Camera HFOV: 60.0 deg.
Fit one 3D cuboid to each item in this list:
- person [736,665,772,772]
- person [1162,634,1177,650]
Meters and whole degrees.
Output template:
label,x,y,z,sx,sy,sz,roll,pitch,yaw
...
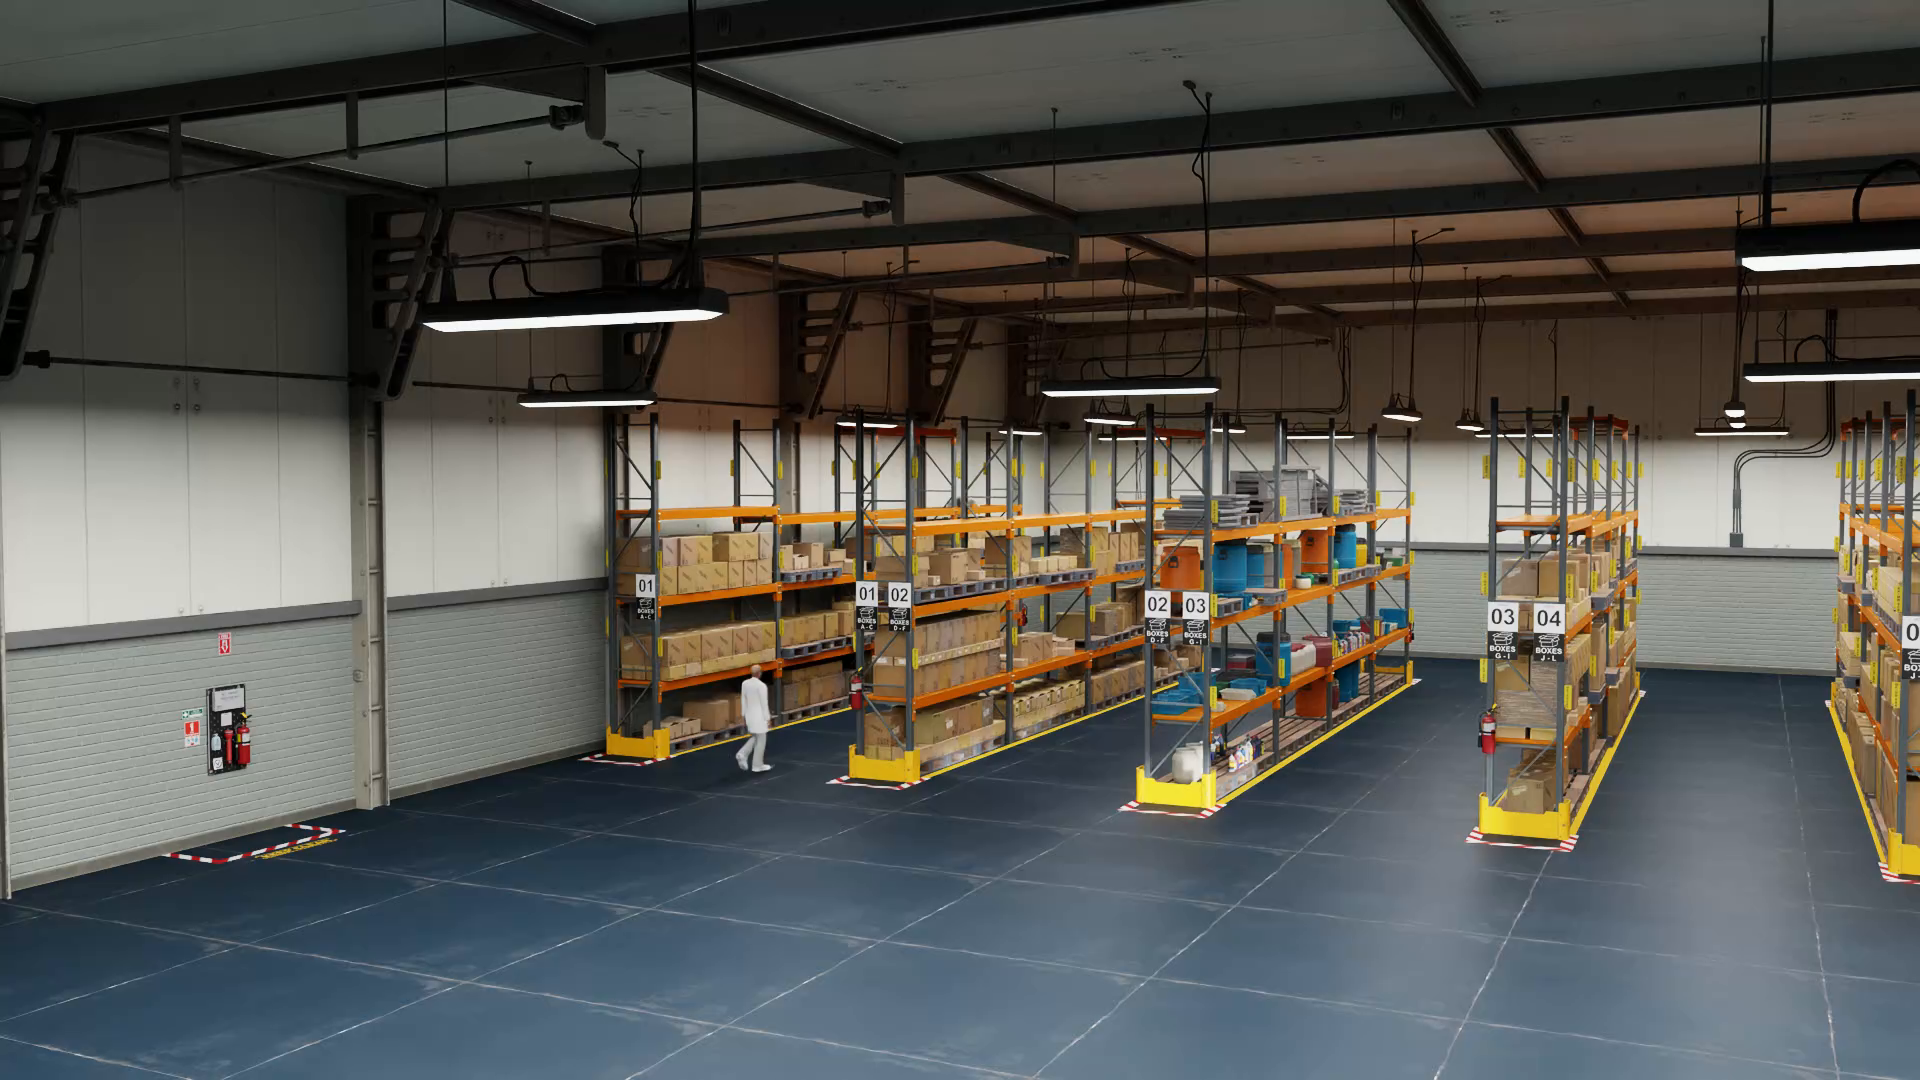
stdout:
label,x,y,z,sx,sy,sz,roll,pitch,yaw
person,-3.394,2.941,27.466,0.603,1.772,0.589,-2,3,-41
person,5.383,2.355,43.004,0.499,1.693,0.373,1,2,15
